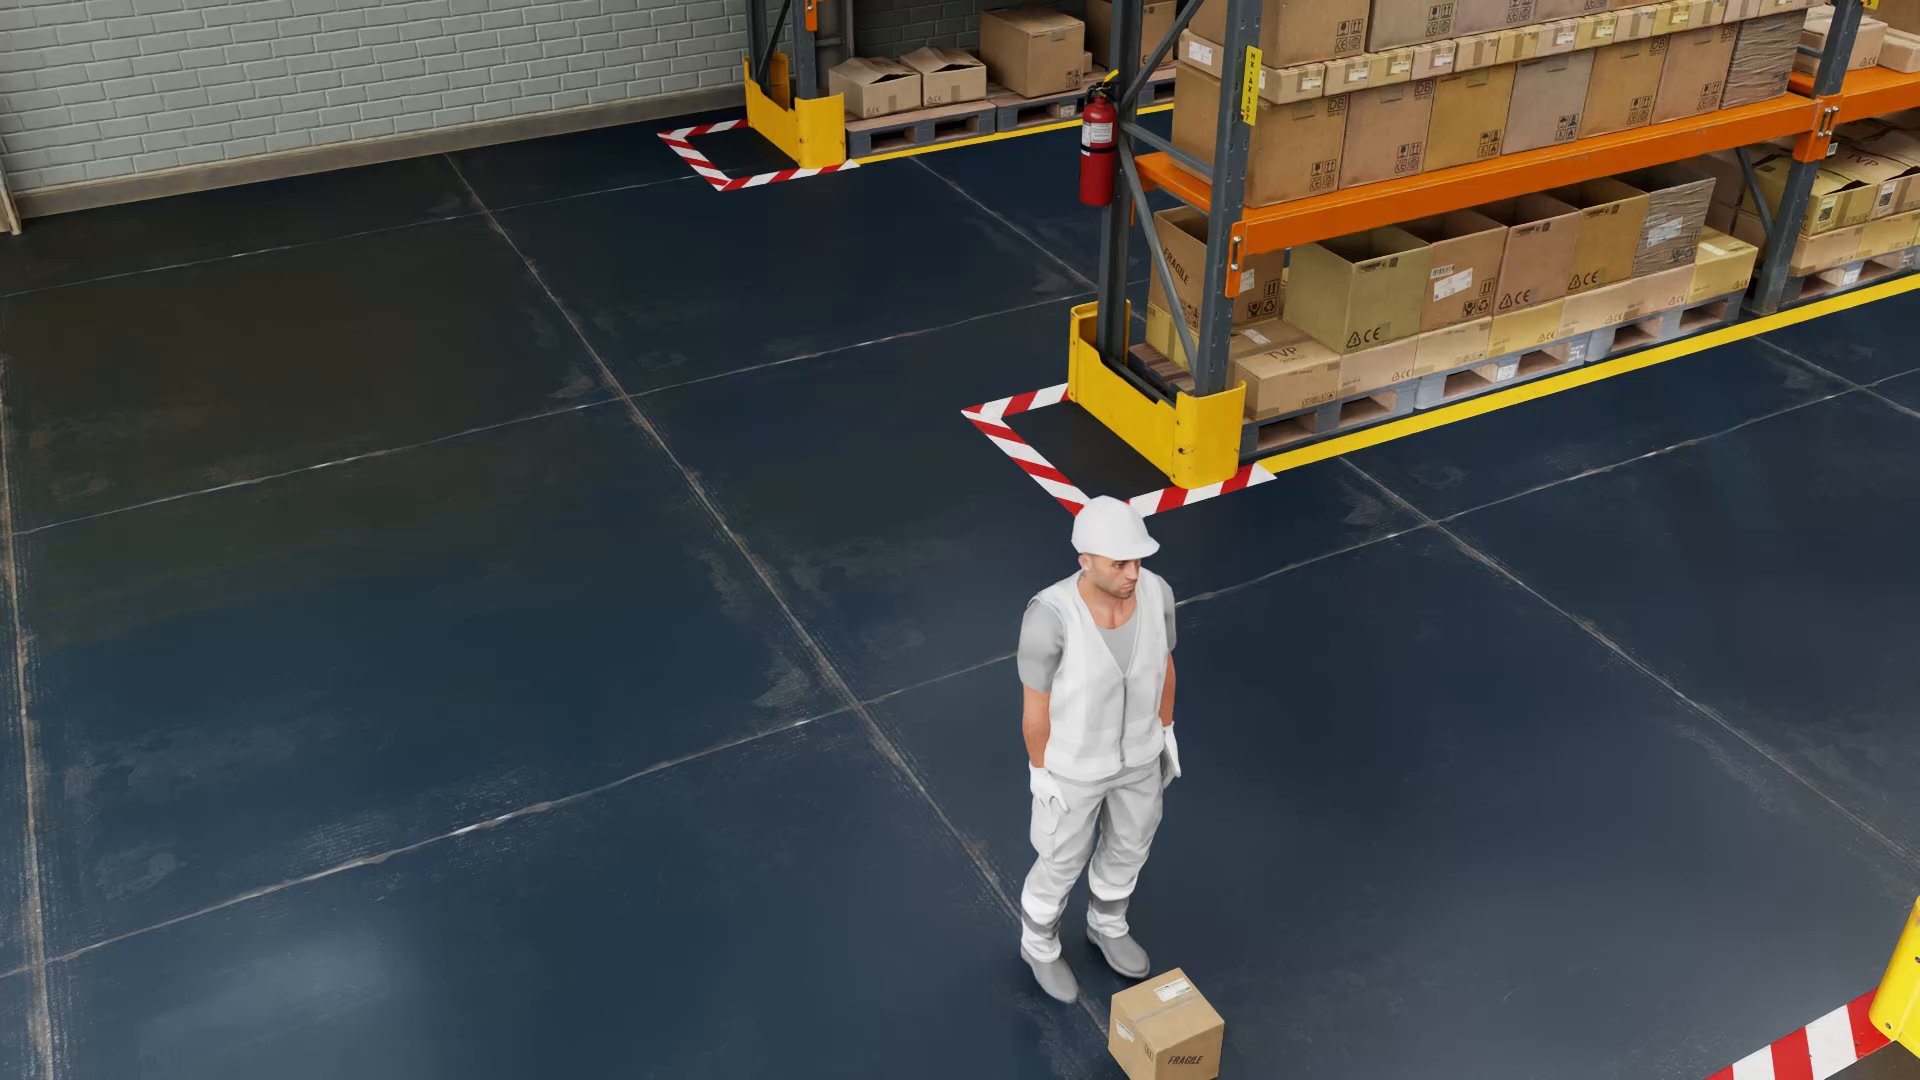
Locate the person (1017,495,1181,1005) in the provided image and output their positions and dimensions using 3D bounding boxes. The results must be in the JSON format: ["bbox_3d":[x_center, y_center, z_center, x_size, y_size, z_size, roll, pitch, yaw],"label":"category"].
[{"bbox_3d":[0.432,0.664,5.103,0.524,1.804,0.344,-15,36,-22],"label":"person"}]
